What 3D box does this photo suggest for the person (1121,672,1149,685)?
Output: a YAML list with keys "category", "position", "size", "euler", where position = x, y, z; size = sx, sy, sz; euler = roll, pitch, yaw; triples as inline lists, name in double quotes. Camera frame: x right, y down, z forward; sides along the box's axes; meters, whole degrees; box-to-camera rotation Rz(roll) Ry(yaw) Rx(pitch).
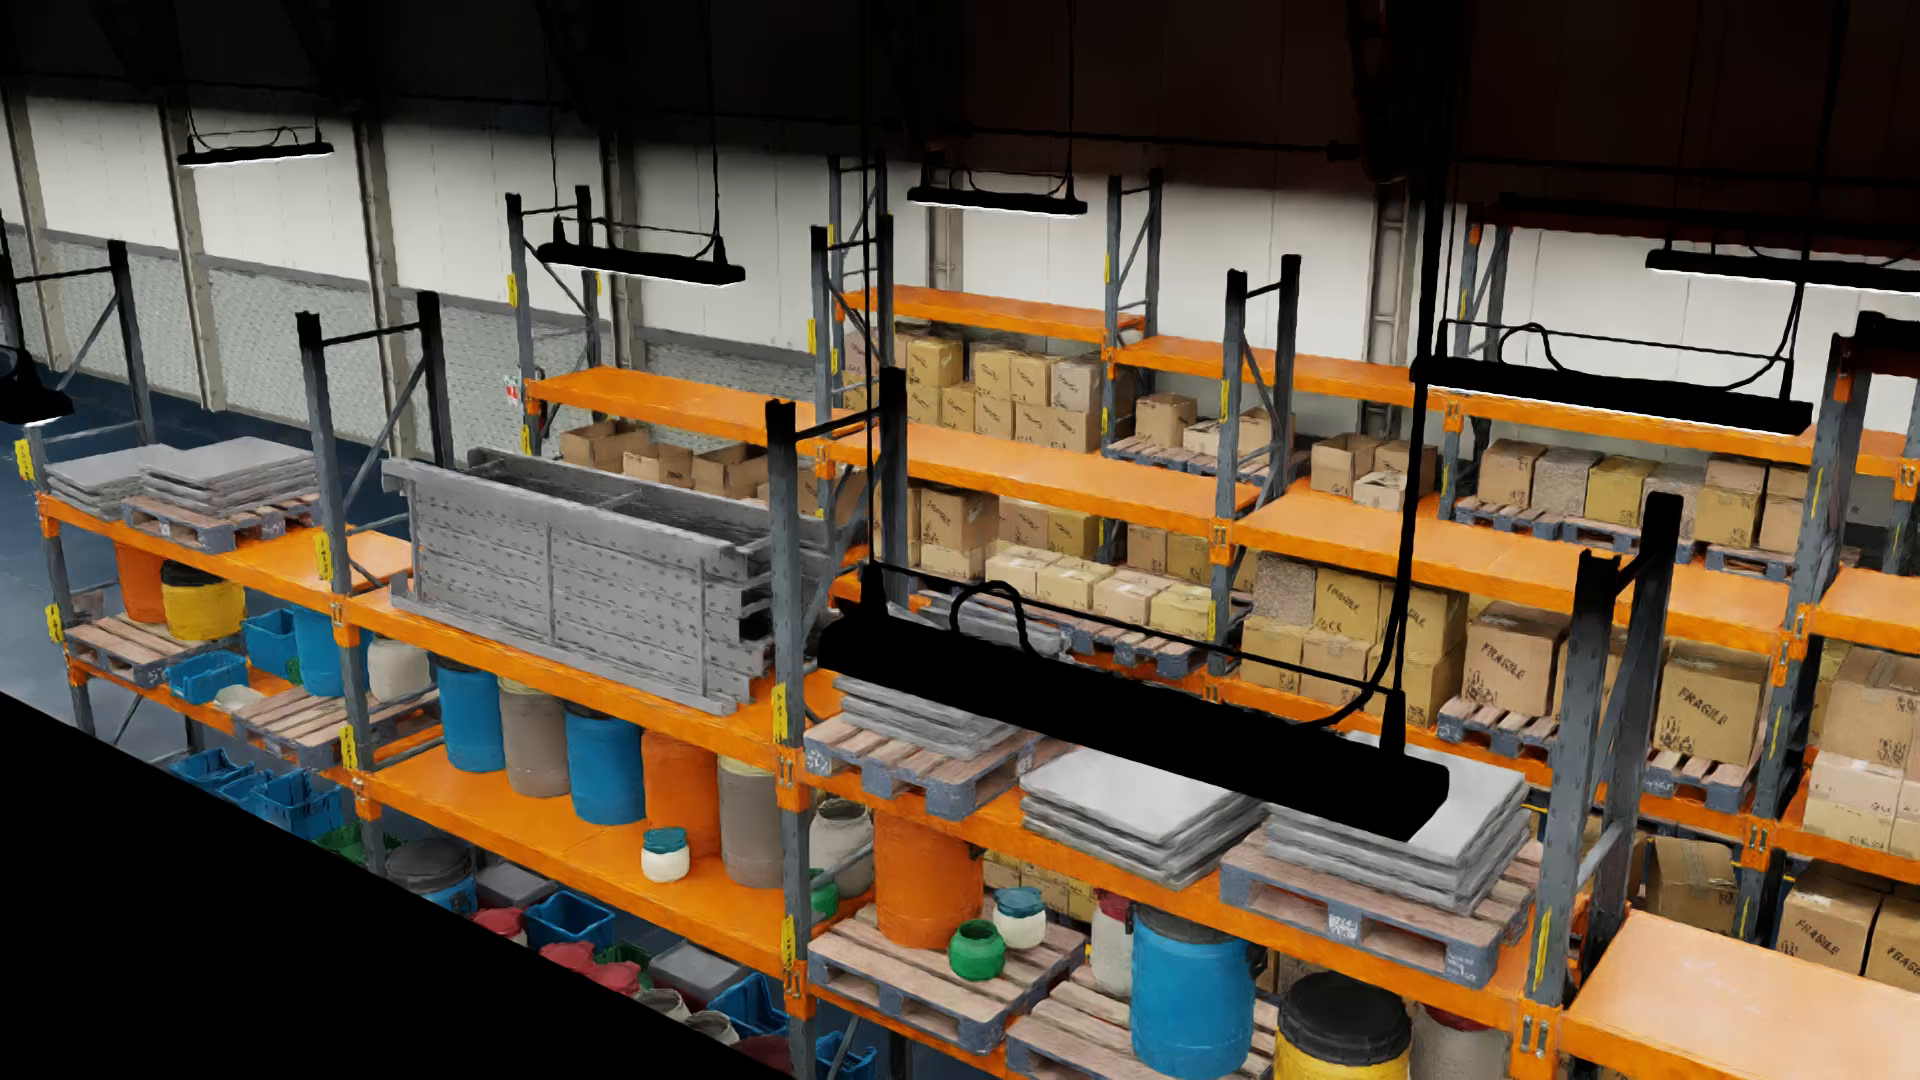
- category: "person"
  position: [1.762, 1.925, 16.838]
  size: [1.110, 1.571, 0.448]
  euler: [14, 23, 36]
